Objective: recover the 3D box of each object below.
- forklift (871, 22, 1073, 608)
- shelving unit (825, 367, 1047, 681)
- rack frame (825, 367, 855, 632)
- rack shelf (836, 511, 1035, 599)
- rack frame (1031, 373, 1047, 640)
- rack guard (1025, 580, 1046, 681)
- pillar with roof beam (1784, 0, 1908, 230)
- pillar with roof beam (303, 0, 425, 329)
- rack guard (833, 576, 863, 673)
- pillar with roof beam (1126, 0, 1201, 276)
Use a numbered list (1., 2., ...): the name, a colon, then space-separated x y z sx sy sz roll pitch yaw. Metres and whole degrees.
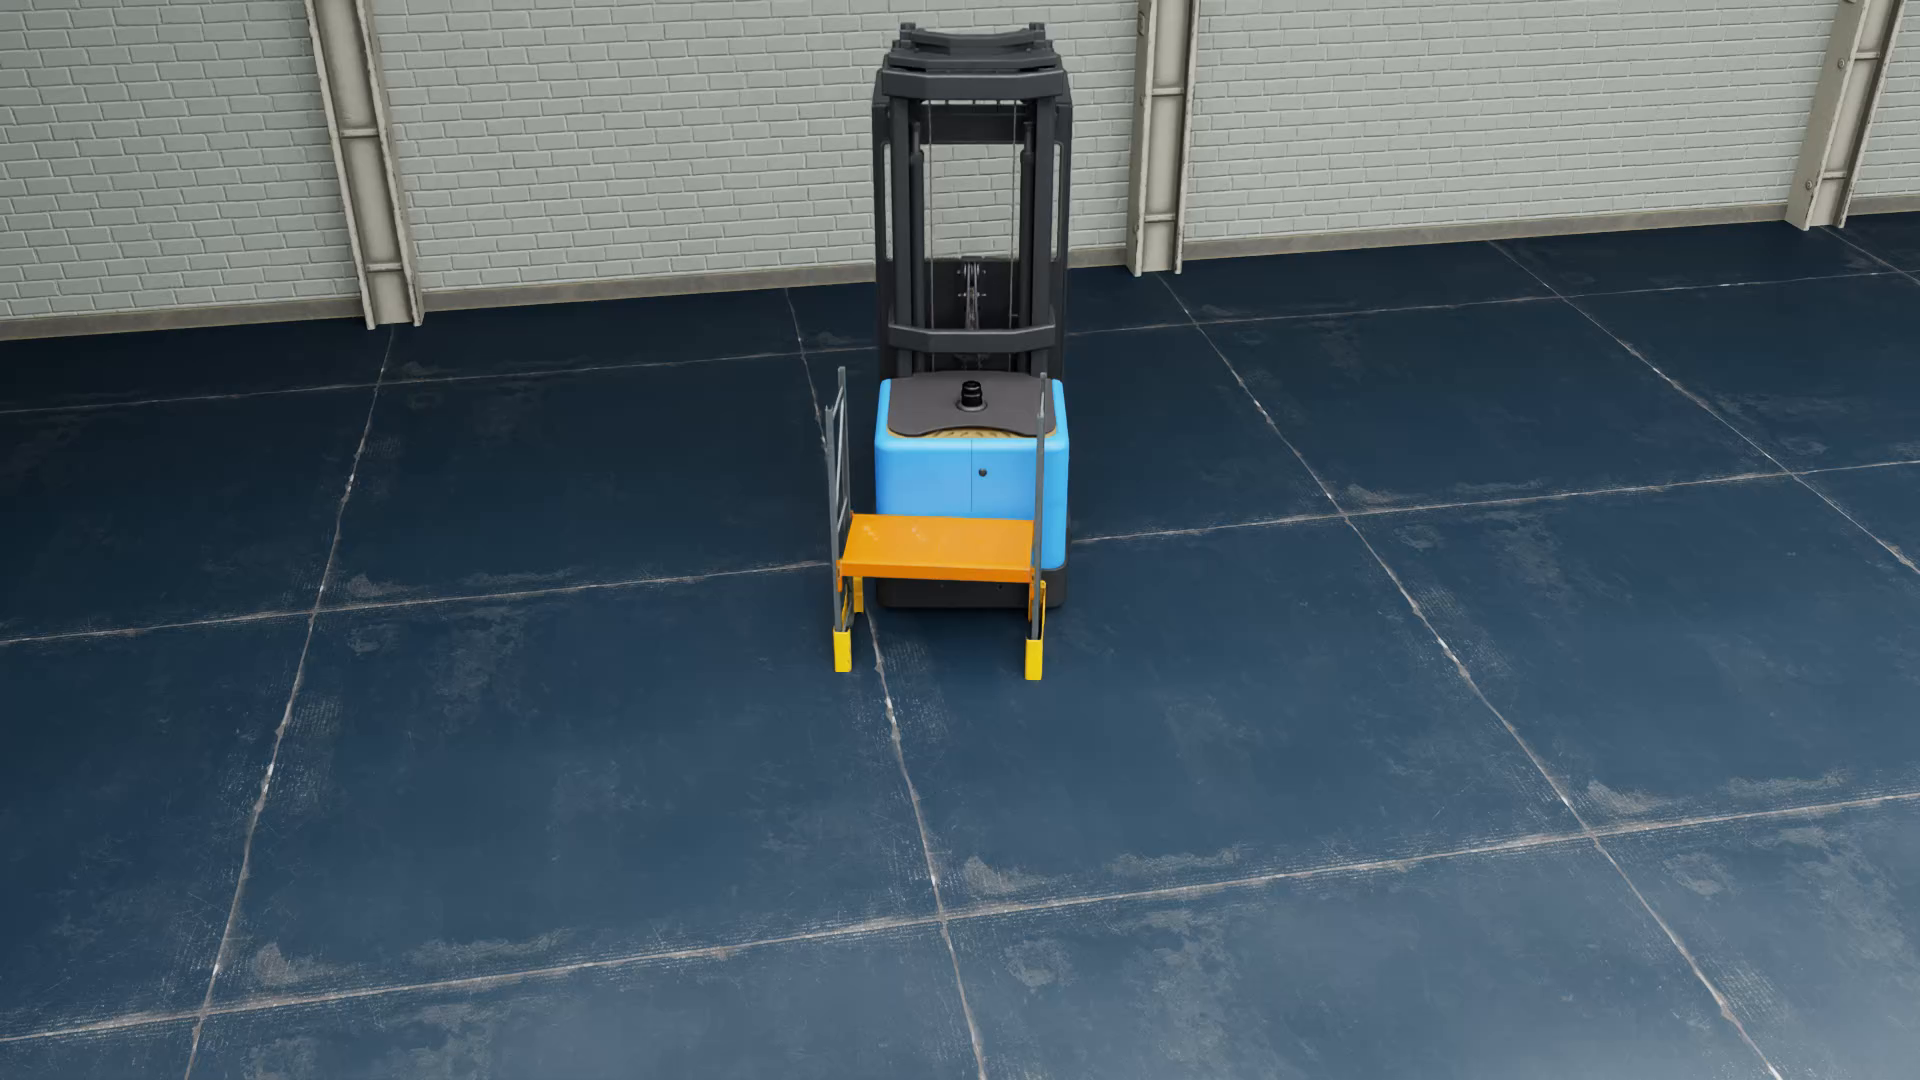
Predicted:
1. forklift: 0.066 -1.600 9.693 1.130 2.935 3.031 0 30 0
2. shelving unit: -0.097 -0.082 8.525 1.083 1.500 0.587 2 31 4
3. rack frame: -0.613 -0.101 8.557 0.032 1.500 0.500 2 31 4
4. rack shelf: -0.106 0.072 8.617 1.000 0.185 0.538 2 31 4
5. rack frame: 0.401 -0.064 8.494 0.032 1.500 0.500 2 31 4
6. rack guard: 0.400 0.475 8.811 0.087 0.250 0.587 2 31 4
7. pillar with roof beam: 8.263 -4.516 8.666 0.400 9.000 9.100 -5 31 -9
8. pillar with roof beam: -3.541 -3.420 6.803 0.400 9.000 9.100 -5 31 -9
9. rack guard: -0.594 0.438 8.873 0.087 0.250 0.587 2 31 4
10. pillar with roof beam: 2.361 -3.968 7.734 0.400 9.000 9.100 -5 31 -9
